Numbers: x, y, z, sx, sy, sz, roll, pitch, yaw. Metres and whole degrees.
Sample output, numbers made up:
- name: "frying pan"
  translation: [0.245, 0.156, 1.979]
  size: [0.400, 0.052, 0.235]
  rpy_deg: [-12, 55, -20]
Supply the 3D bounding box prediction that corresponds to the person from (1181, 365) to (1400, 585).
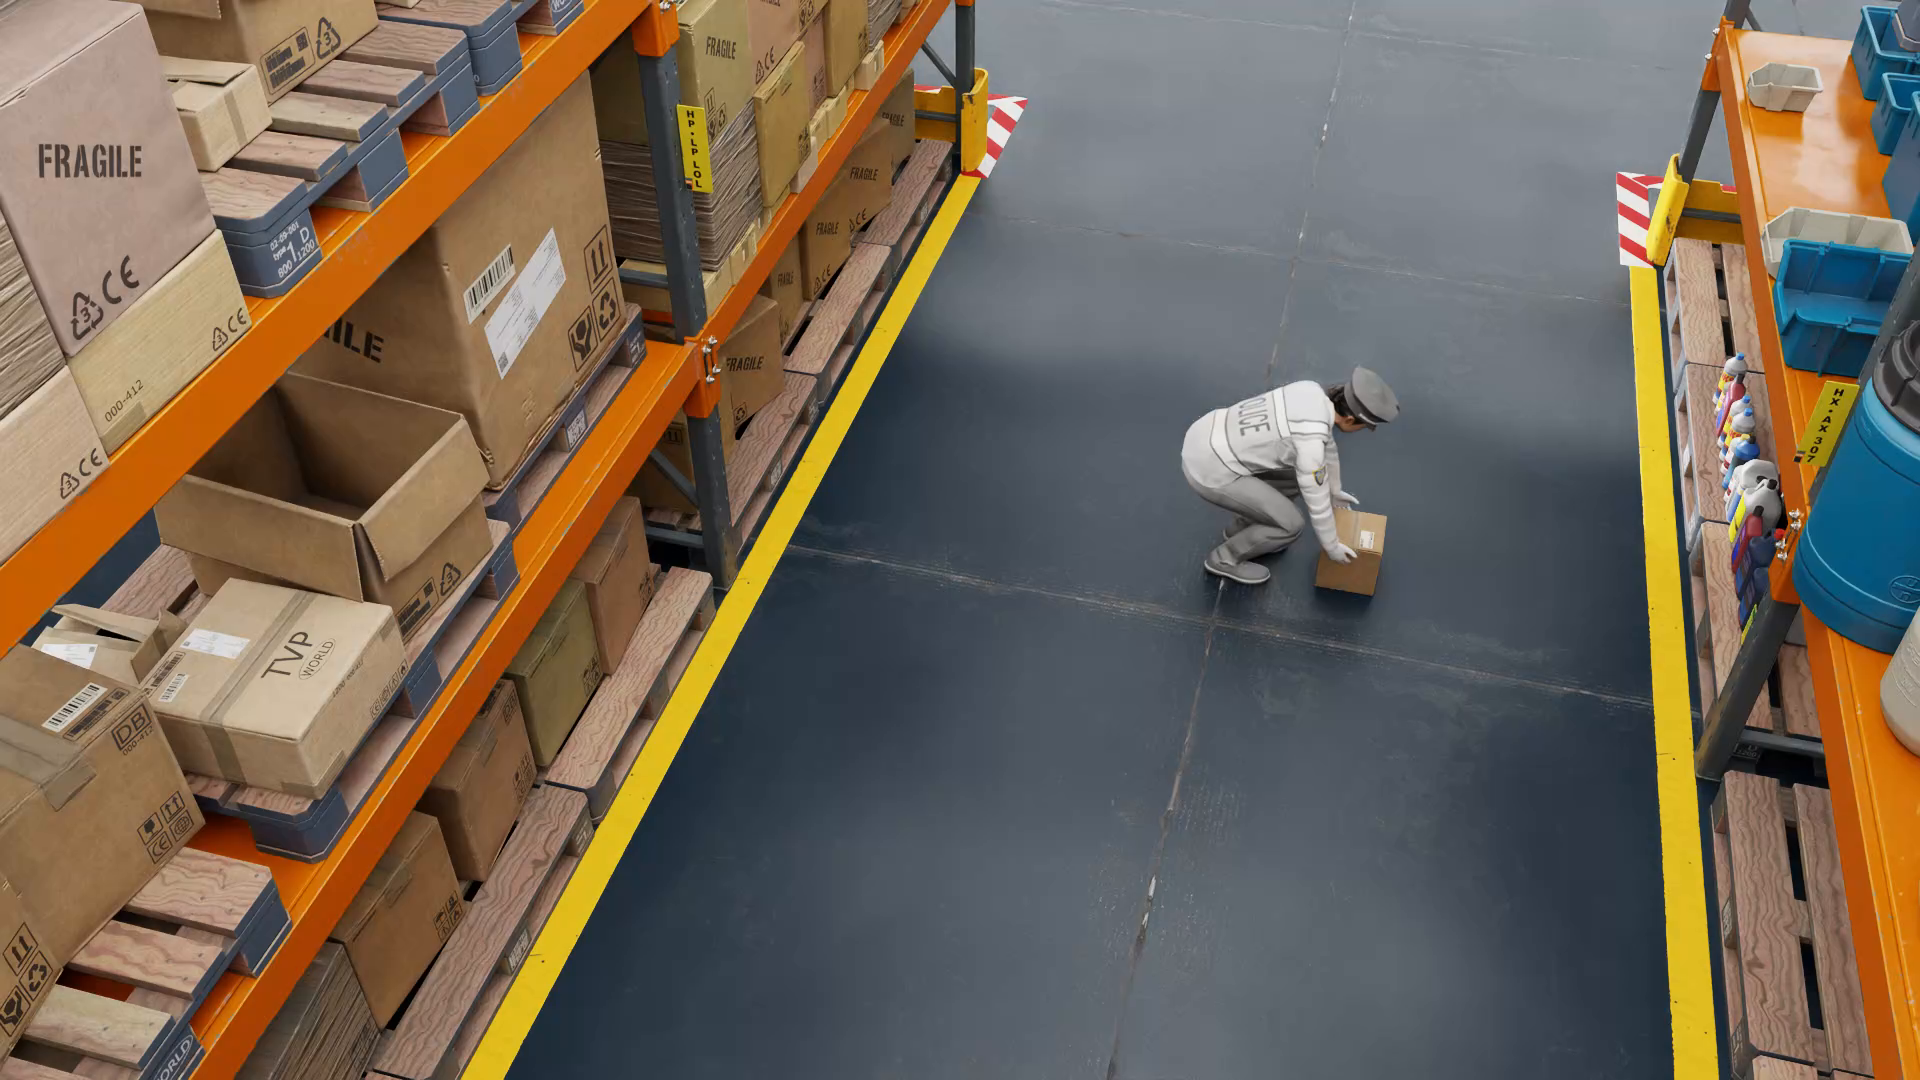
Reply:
- name: "person"
  translation: [1.359, -0.304, 7.008]
  size: [0.840, 1.006, 0.498]
  rpy_deg: [10, 42, 11]
